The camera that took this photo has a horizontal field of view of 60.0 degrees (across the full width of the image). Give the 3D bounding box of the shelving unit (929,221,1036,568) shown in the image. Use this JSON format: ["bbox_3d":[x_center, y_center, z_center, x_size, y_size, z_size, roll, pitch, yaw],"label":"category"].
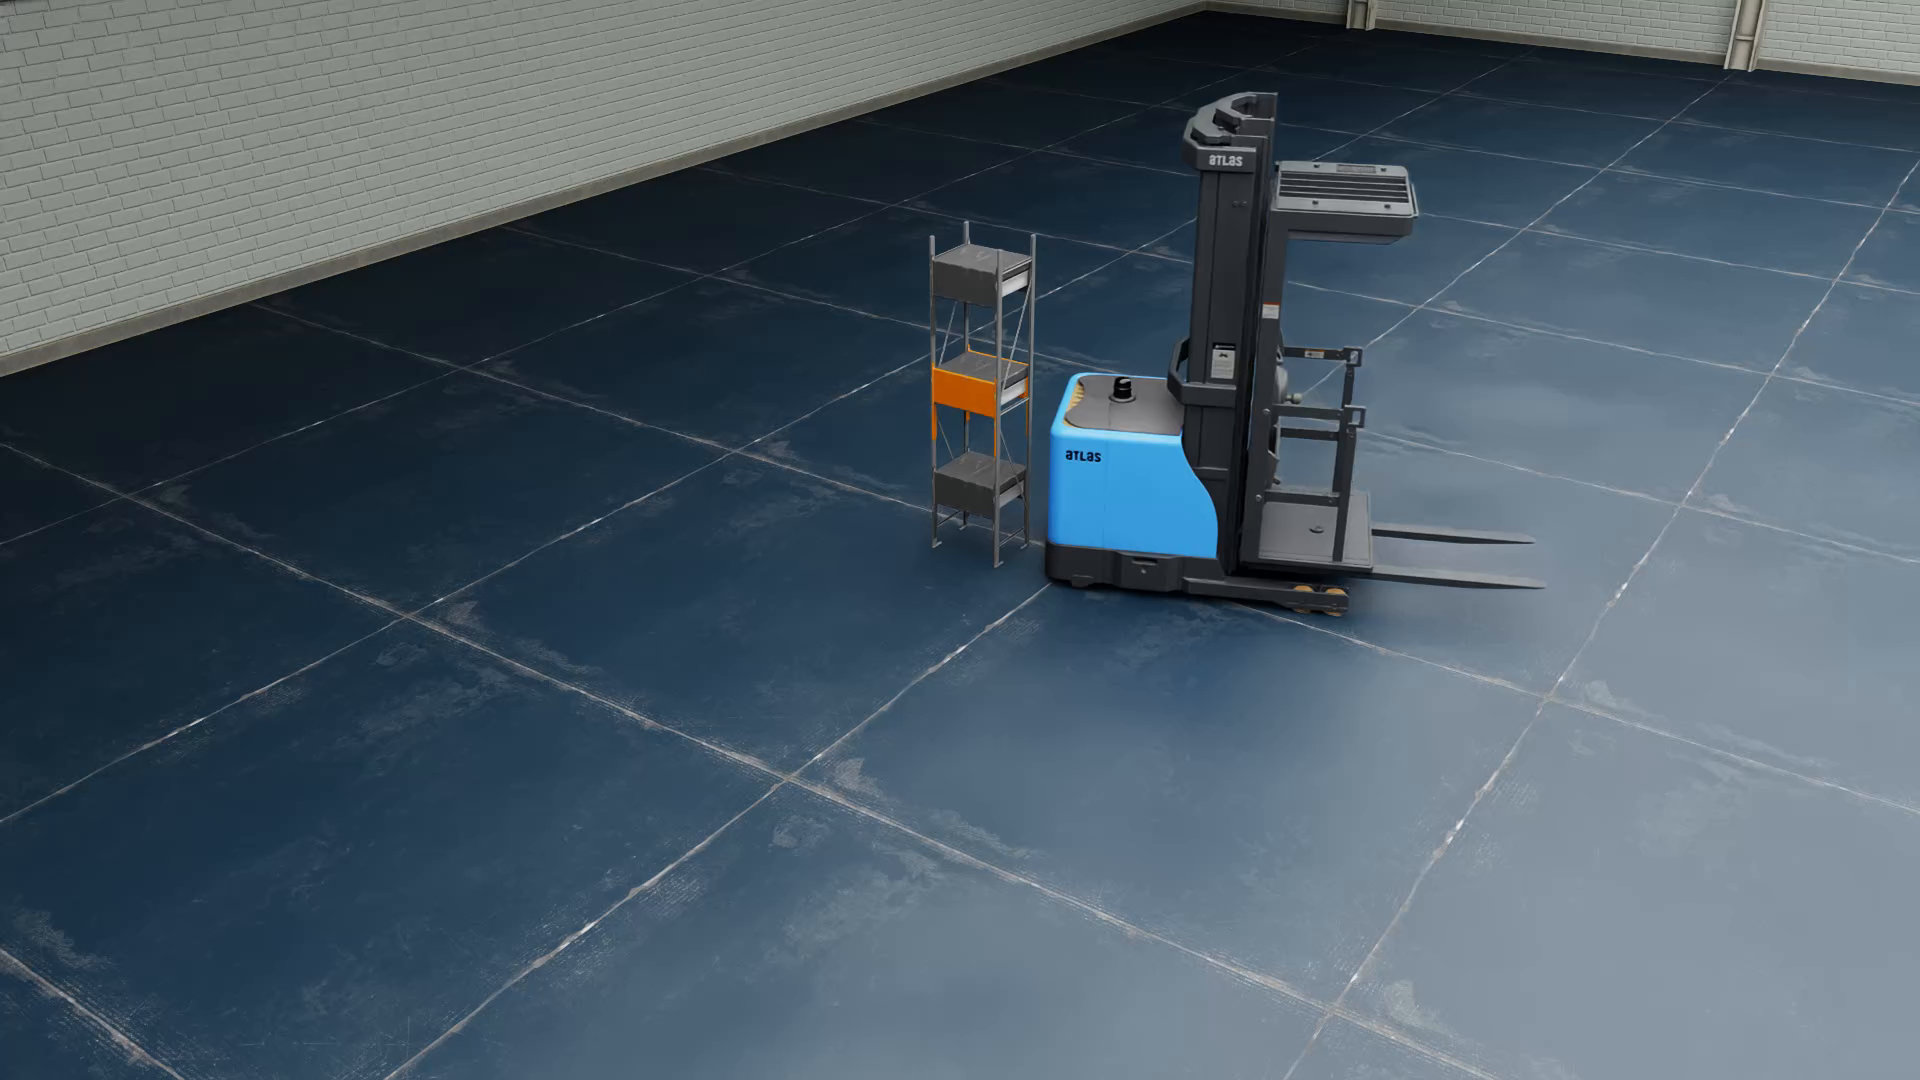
[{"bbox_3d":[0.136,-0.893,10.464,0.503,2.100,0.431,17,32,30],"label":"shelving unit"}]

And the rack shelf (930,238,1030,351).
[{"bbox_3d":[0.136,-1.505,10.153,0.480,0.518,0.431,17,32,30],"label":"rack shelf"}]

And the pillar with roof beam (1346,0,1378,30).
[{"bbox_3d":[4.286,-10.999,22.715,0.400,9.000,9.100,17,32,30],"label":"pillar with roof beam"}]

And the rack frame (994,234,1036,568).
[{"bbox_3d":[0.338,-0.831,10.341,0.015,2.100,0.400,17,32,30],"label":"rack frame"}]

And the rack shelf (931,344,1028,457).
[{"bbox_3d":[0.136,-0.881,10.470,0.480,0.518,0.431,17,32,30],"label":"rack shelf"}]

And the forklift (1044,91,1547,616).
[{"bbox_3d":[2.101,-1.106,9.965,3.031,2.935,1.130,5,27,10],"label":"forklift"}]

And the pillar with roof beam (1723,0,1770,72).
[{"bbox_3d":[9.231,-9.458,19.687,0.400,9.000,9.100,17,32,30],"label":"pillar with roof beam"}]

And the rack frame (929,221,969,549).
[{"bbox_3d":[-0.065,-0.956,10.587,0.015,2.100,0.400,17,32,30],"label":"rack frame"}]

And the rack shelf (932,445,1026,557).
[{"bbox_3d":[0.136,-0.257,10.788,0.480,0.518,0.431,17,32,30],"label":"rack shelf"}]
